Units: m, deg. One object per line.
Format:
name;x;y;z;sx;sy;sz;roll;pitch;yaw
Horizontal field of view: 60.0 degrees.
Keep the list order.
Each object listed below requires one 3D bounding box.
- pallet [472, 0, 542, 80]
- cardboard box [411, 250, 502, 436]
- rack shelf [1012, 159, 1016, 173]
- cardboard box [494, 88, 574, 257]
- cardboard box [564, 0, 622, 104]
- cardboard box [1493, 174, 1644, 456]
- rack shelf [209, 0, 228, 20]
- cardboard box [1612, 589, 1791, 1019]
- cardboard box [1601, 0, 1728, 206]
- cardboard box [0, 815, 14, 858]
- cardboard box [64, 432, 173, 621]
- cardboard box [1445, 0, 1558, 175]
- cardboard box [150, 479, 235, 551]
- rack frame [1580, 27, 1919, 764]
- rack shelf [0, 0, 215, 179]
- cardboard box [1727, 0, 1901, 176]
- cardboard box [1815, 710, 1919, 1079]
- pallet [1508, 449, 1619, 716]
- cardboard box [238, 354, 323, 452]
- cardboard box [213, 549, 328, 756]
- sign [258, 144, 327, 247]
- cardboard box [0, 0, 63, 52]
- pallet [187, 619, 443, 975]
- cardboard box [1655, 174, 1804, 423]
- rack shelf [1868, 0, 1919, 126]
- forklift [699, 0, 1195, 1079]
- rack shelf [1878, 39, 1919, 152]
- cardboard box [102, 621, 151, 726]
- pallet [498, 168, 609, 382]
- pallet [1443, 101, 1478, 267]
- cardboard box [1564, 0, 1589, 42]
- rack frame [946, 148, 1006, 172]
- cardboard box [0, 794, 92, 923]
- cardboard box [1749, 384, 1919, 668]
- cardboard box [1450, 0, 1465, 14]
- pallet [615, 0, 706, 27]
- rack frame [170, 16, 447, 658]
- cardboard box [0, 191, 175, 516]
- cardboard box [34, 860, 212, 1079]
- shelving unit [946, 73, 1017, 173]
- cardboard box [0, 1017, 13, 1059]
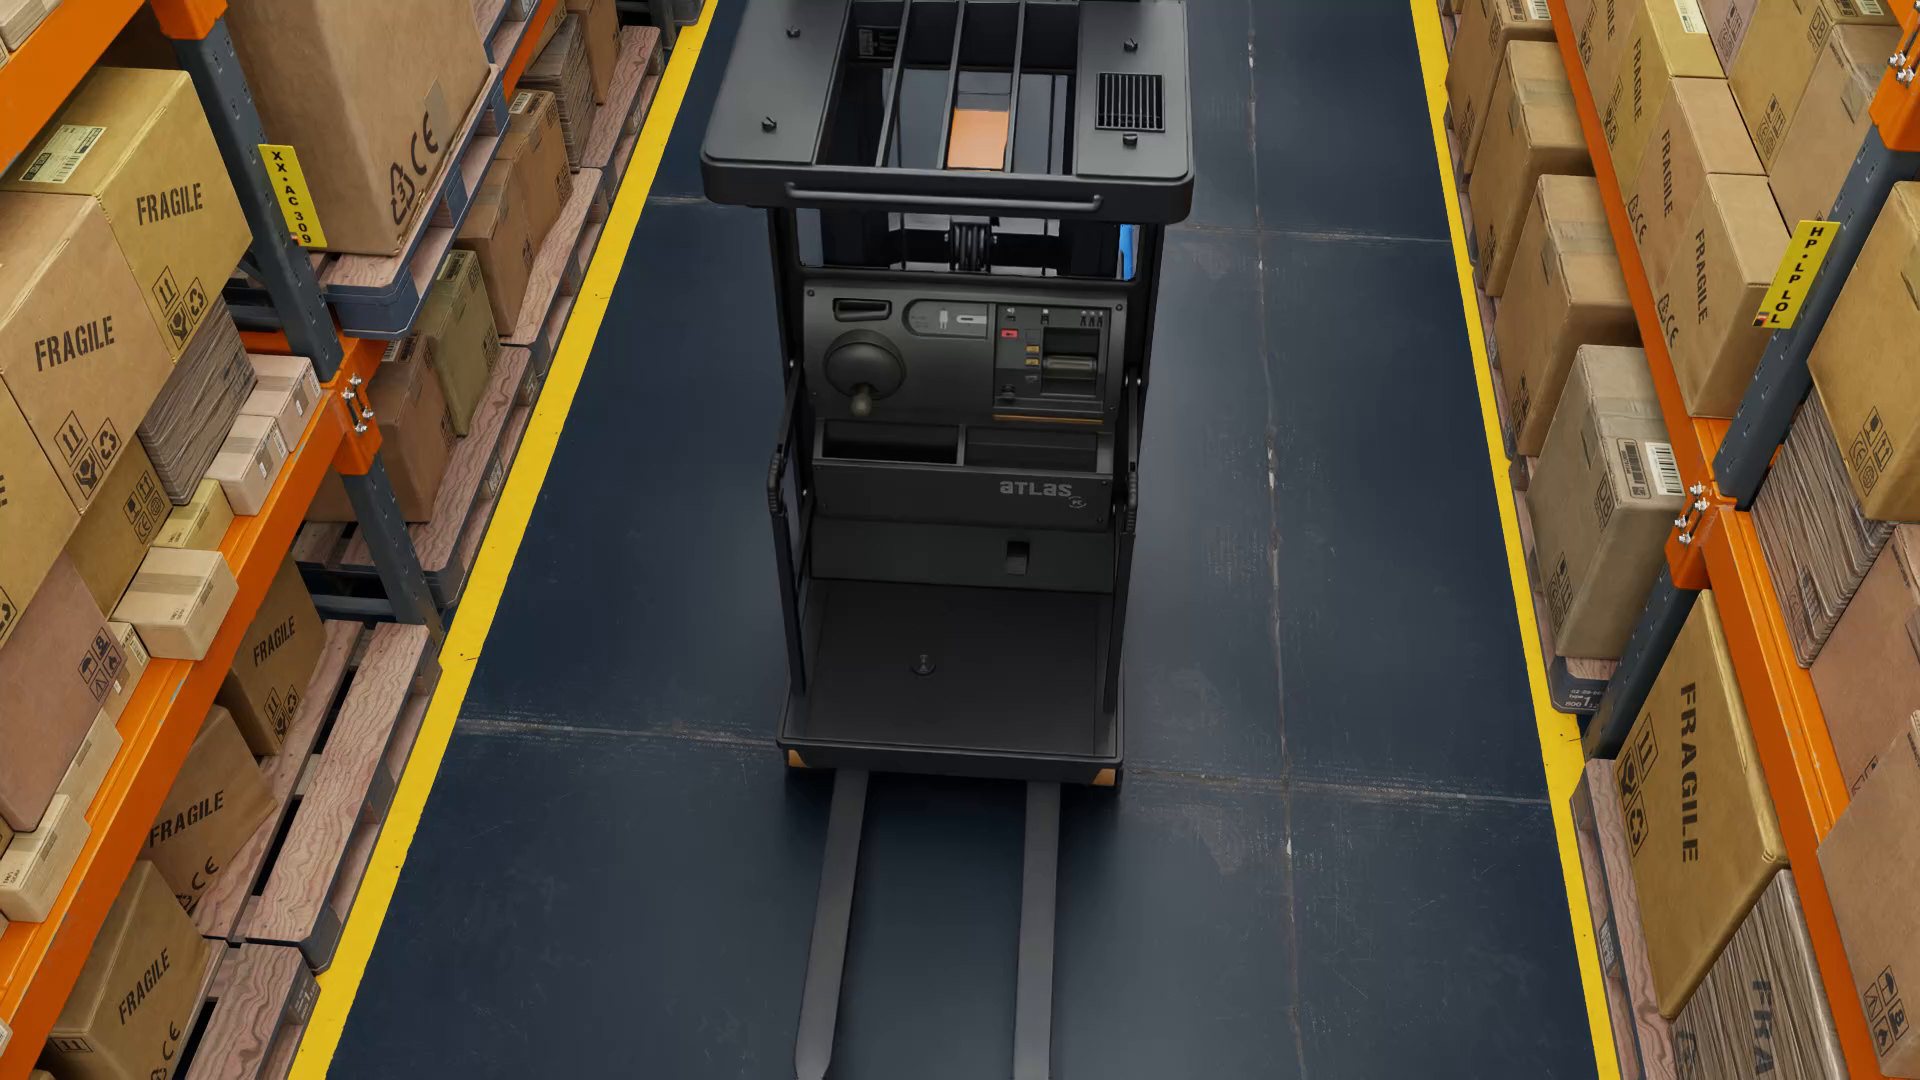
pallet;-2.113;-2.079;6.249;1.003;0.211;1.213;4;48;4
cardboard box;-2.198;-0.765;6.313;0.700;0.500;0.500;4;48;3
rack shelf;0.073;-1.268;6.385;0.258;0.148;0.480;3;48;3
cardboard box;-2.097;-1.587;7.064;0.700;0.500;0.500;7;48;7
cardboard box;-2.014;-2.412;7.819;0.700;0.500;0.500;2;48;1
cardboard box;2.651;-0.807;6.195;1.050;0.750;0.750;4;48;4
rack shelf;-2.155;-2.901;5.325;1.077;0.370;4.000;4;48;4
cardboard box;2.465;0.779;4.660;0.875;0.875;0.875;5;48;4
cardboard box;2.466;-1.432;5.459;0.500;0.500;0.500;4;48;4
cardboard box;-2.553;0.635;3.367;0.875;0.500;0.500;4;48;4
cardboard box;-2.521;-0.104;4.043;0.875;0.500;0.500;4;48;4
cardboard box;2.812;-2.134;7.409;1.050;0.750;0.750;3;48;3
cardboard box;-2.179;-0.036;4.421;0.380;0.149;0.250;4;48;4
rack frame;2.593;-0.254;4.449;1.000;3.000;0.127;4;48;4
rack shelf;-2.520;0.038;2.637;1.077;0.370;4.000;4;48;4
cardboard box;2.677;-1.368;4.723;0.700;0.500;0.500;3;48;3
cardboard box;2.377;0.762;3.419;0.875;0.550;0.550;4;48;4
pallet;2.588;0.115;6.002;1.003;0.211;1.213;4;48;4
cardboard box;-2.064;-0.399;4.752;0.380;0.149;0.250;4;48;4
cardboard box;-2.414;0.332;5.323;0.500;0.500;0.500;3;48;2
sign;-1.797;-0.923;4.475;0.100;0.325;0.005;4;48;4
cardboard box;-2.119;-1.271;3.448;0.500;0.250;0.500;5;48;5
pallet;-2.364;0.775;5.398;1.003;0.211;1.213;4;48;4
cardboard box;2.374;-0.689;4.780;0.500;0.500;0.500;4;48;3
rack shelf;2.775;-2.493;4.952;1.077;0.370;4.000;4;48;4
forklift;-0.002;-0.439;4.665;1.130;2.935;3.031;3;48;3
rack shelf;2.410;0.446;2.264;1.077;0.370;4.000;4;48;4
cardboard box;-2.245;0.330;4.086;0.380;0.149;0.250;4;48;4
pallet;-2.160;-1.192;7.197;1.003;0.211;1.213;4;48;4
pallet;2.810;-1.678;7.641;1.003;0.211;1.213;4;48;4
cardboard box;2.557;-2.171;6.135;0.500;0.500;0.500;4;48;3
rack frame;0.055;-0.983;6.336;0.240;1.200;0.015;3;48;3
cardboard box;-2.216;0.702;3.745;0.380;0.149;0.250;4;48;4
cardboard box;2.571;-0.032;4.145;0.875;0.550;0.550;4;48;4
cardboard box;2.757;-2.992;8.364;0.500;0.500;0.500;4;48;3
pallet;-1.826;-3.234;9.065;1.003;0.211;1.213;4;48;4
rack frame;-2.338;-0.662;4.822;1.000;3.000;0.127;4;48;4
cardboard box;-2.149;-0.417;3.651;0.500;0.500;0.500;4;48;4
cardboard box;-2.437;1.214;4.516;0.500;0.500;0.500;0;48;0
shelving unit;0.073;-1.163;6.500;0.258;1.200;0.503;3;48;3
cardboard box;-2.205;1.073;3.406;0.380;0.149;0.250;4;48;4
